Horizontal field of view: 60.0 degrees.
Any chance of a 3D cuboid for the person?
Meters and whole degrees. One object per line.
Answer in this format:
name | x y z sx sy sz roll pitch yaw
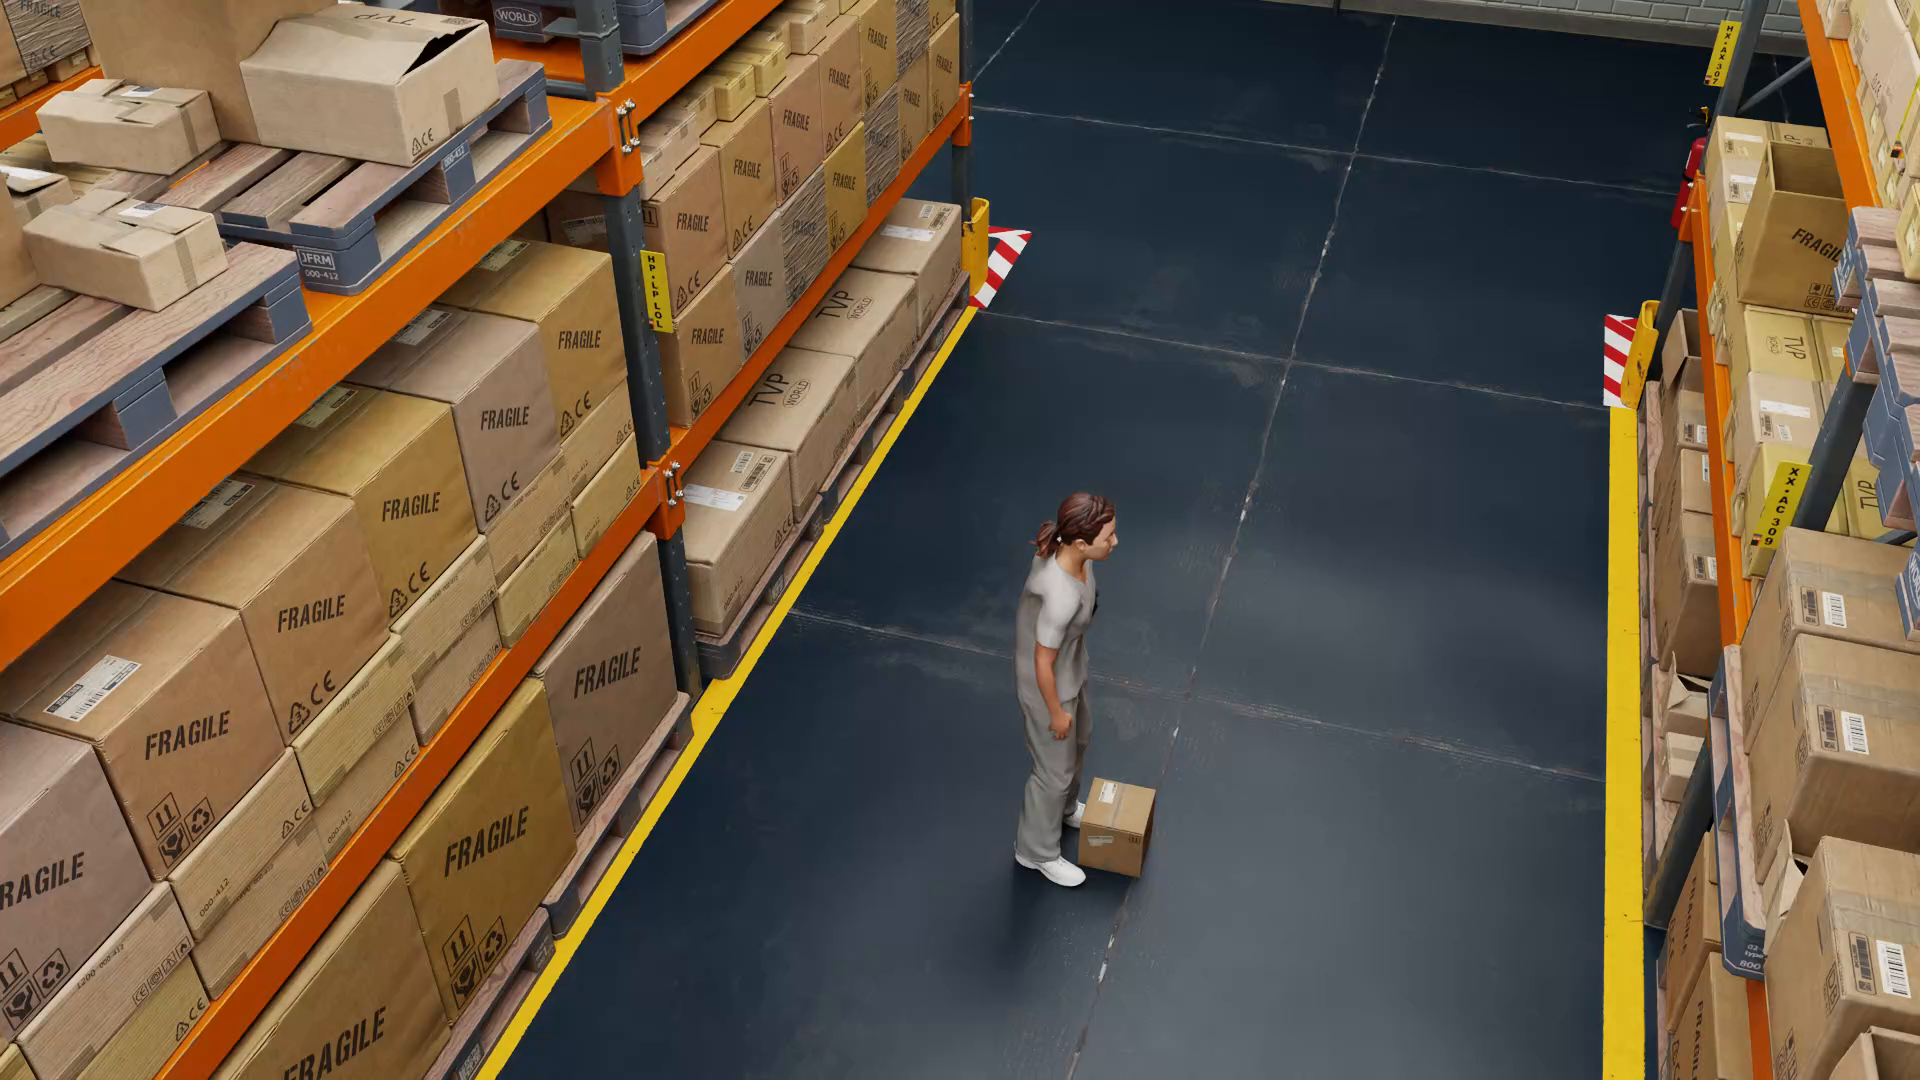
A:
person | 0.384 0.527 6.197 0.367 1.671 0.514 8 38 11
